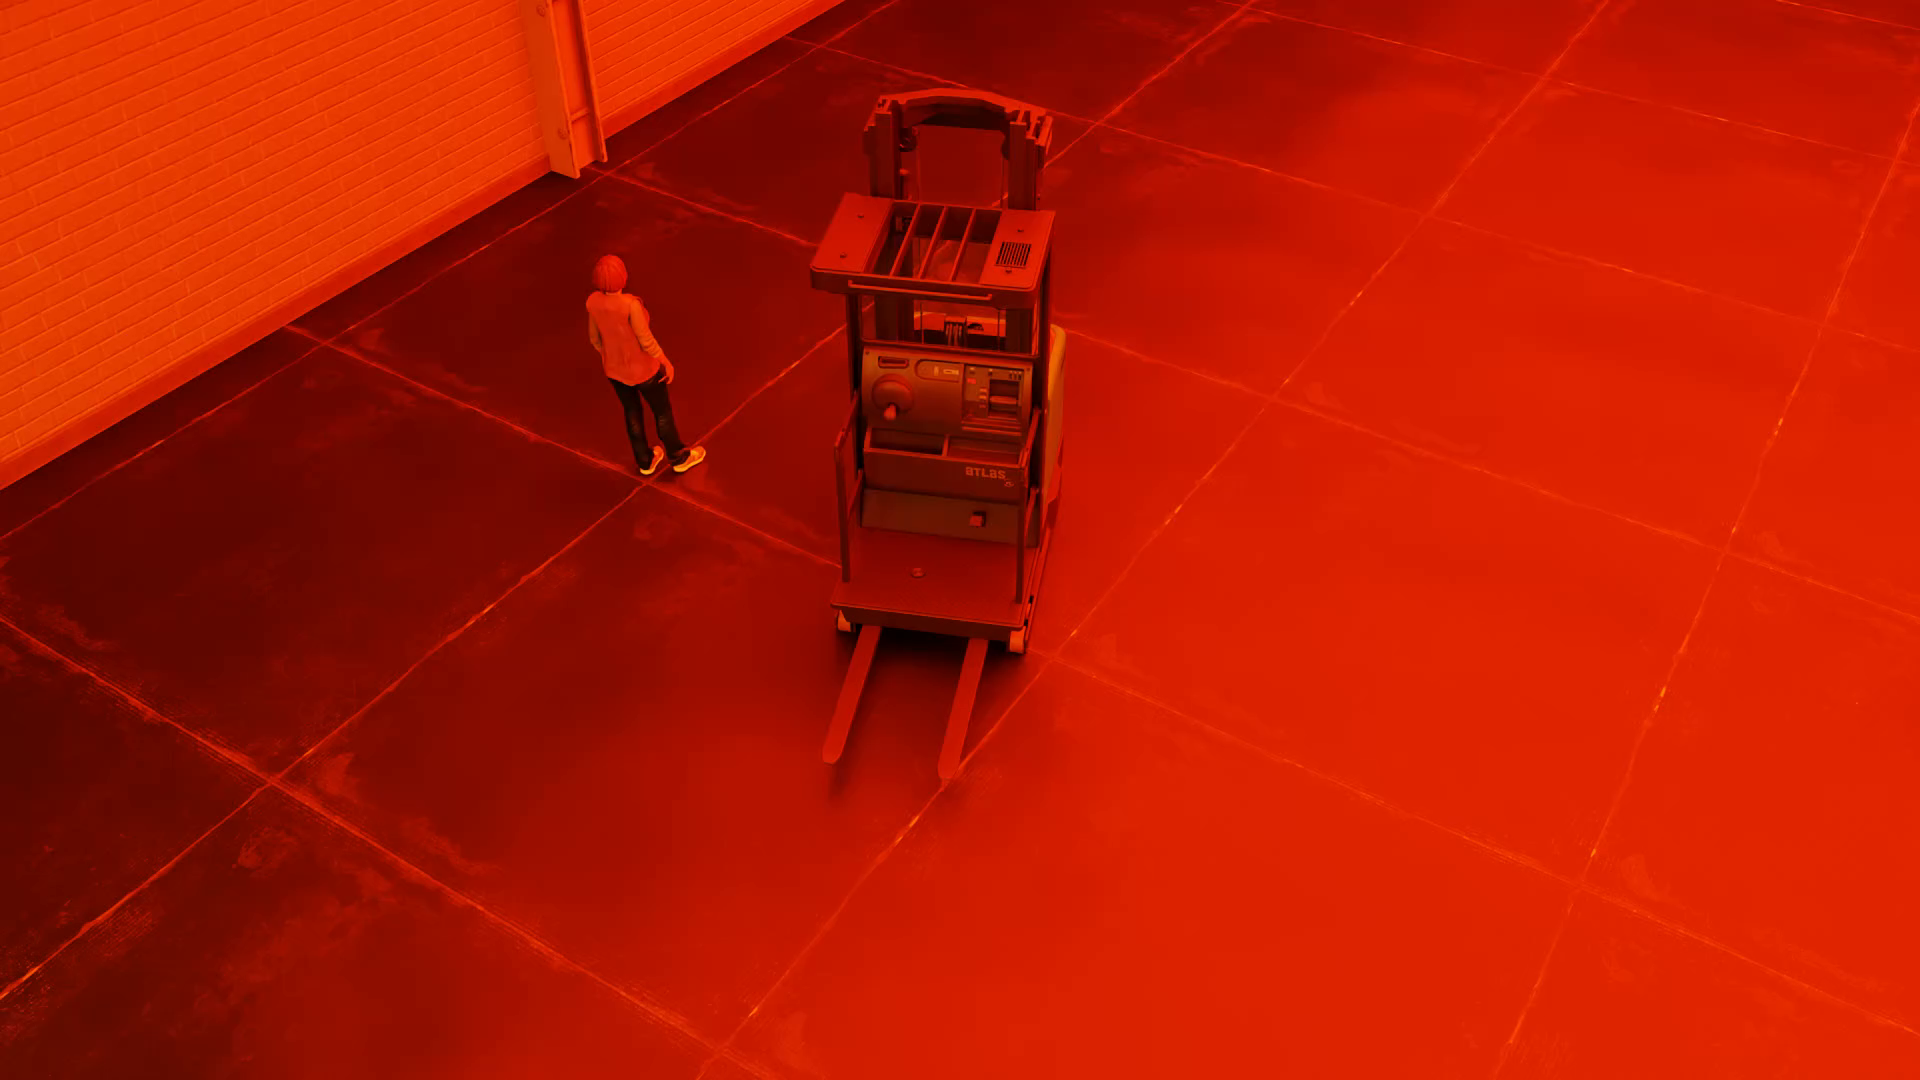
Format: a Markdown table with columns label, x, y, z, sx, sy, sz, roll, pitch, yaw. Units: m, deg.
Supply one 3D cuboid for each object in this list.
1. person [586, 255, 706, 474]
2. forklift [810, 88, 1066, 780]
| label | x | y | z | sx | sy | sz | roll | pitch | yaw |
| --- | --- | --- | --- | --- | --- | --- | --- | --- | --- |
| person | -1.974 | -1.094 | 10.282 | 0.521 | 1.594 | 0.475 | 15 | 42 | 17 |
| forklift | -0.108 | -0.731 | 8.830 | 1.130 | 2.935 | 3.031 | 7 | 41 | 8 |
